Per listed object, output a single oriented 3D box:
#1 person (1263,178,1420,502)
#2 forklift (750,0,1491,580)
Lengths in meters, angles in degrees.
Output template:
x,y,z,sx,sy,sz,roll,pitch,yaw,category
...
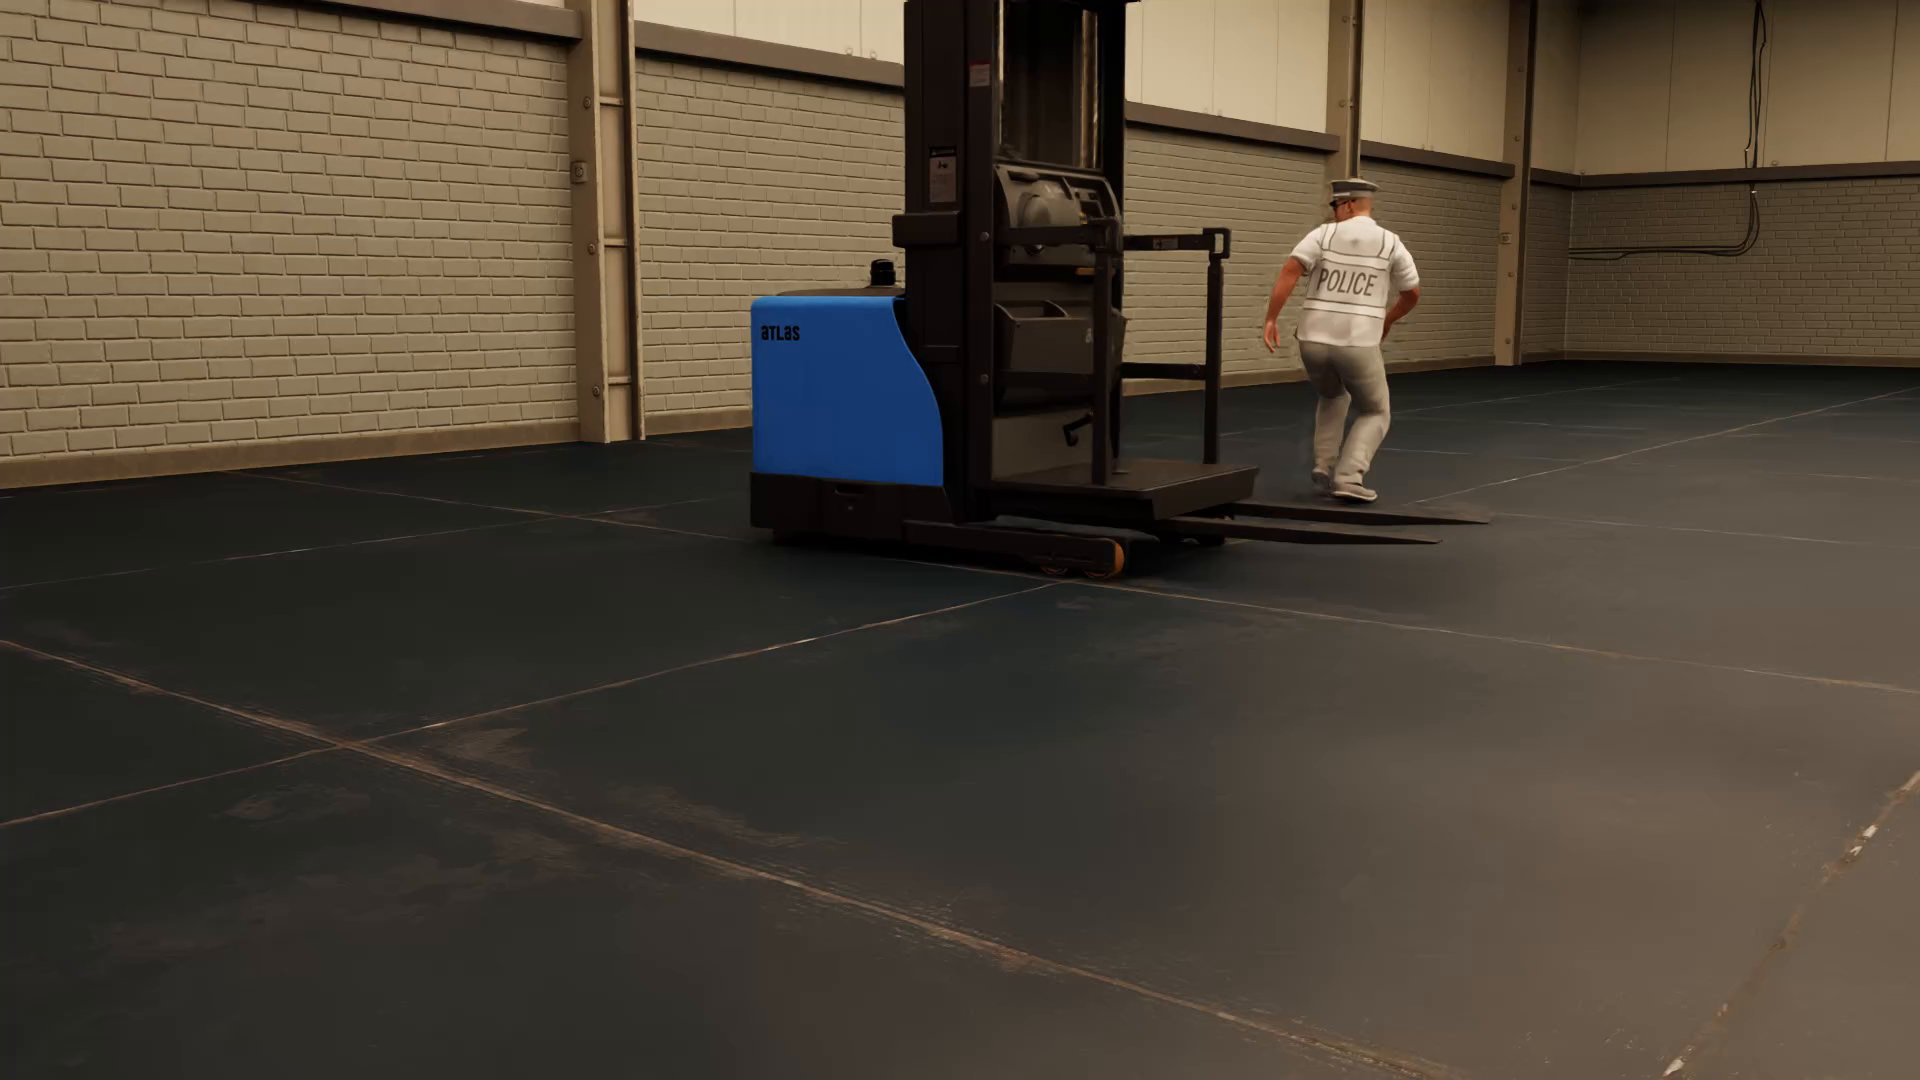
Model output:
x,y,z,sx,sy,sz,roll,pitch,yaw,category
2.034,-1.014,8.746,0.674,1.742,0.773,5,10,32,person
0.588,-1.383,6.736,3.031,2.935,1.130,5,10,33,forklift
